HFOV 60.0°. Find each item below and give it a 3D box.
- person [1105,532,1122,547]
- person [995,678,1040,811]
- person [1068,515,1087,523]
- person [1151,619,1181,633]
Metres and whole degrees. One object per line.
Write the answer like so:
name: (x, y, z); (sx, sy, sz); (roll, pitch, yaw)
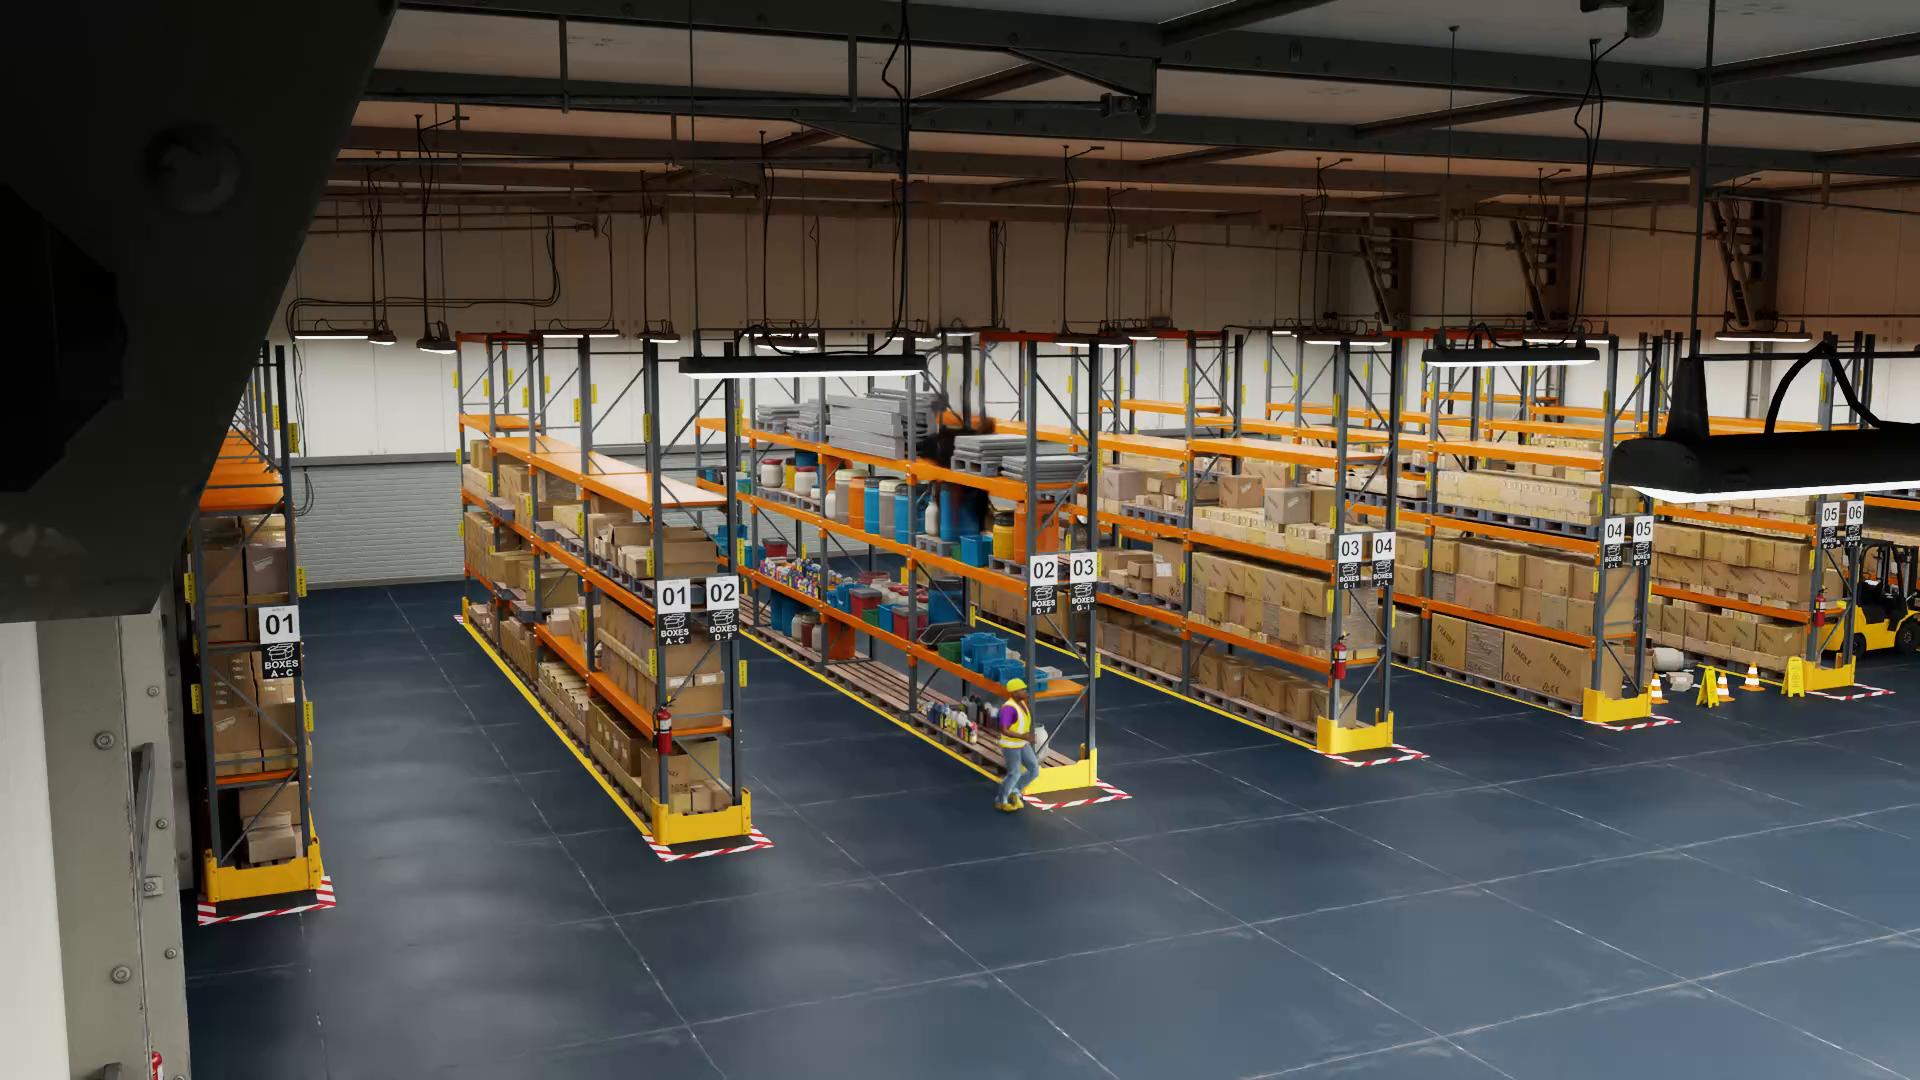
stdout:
person: (3.972, -0.095, 41.845); (0.766, 1.639, 0.603); (2, 8, 12)
person: (0.741, 2.622, 21.175); (0.649, 1.746, 0.700); (4, 9, 27)
person: (2.947, -0.166, 41.978); (0.722, 1.706, 0.812); (5, 9, 35)
person: (4.036, 1.076, 32.363); (0.681, 1.822, 0.916); (-3, 8, -22)
